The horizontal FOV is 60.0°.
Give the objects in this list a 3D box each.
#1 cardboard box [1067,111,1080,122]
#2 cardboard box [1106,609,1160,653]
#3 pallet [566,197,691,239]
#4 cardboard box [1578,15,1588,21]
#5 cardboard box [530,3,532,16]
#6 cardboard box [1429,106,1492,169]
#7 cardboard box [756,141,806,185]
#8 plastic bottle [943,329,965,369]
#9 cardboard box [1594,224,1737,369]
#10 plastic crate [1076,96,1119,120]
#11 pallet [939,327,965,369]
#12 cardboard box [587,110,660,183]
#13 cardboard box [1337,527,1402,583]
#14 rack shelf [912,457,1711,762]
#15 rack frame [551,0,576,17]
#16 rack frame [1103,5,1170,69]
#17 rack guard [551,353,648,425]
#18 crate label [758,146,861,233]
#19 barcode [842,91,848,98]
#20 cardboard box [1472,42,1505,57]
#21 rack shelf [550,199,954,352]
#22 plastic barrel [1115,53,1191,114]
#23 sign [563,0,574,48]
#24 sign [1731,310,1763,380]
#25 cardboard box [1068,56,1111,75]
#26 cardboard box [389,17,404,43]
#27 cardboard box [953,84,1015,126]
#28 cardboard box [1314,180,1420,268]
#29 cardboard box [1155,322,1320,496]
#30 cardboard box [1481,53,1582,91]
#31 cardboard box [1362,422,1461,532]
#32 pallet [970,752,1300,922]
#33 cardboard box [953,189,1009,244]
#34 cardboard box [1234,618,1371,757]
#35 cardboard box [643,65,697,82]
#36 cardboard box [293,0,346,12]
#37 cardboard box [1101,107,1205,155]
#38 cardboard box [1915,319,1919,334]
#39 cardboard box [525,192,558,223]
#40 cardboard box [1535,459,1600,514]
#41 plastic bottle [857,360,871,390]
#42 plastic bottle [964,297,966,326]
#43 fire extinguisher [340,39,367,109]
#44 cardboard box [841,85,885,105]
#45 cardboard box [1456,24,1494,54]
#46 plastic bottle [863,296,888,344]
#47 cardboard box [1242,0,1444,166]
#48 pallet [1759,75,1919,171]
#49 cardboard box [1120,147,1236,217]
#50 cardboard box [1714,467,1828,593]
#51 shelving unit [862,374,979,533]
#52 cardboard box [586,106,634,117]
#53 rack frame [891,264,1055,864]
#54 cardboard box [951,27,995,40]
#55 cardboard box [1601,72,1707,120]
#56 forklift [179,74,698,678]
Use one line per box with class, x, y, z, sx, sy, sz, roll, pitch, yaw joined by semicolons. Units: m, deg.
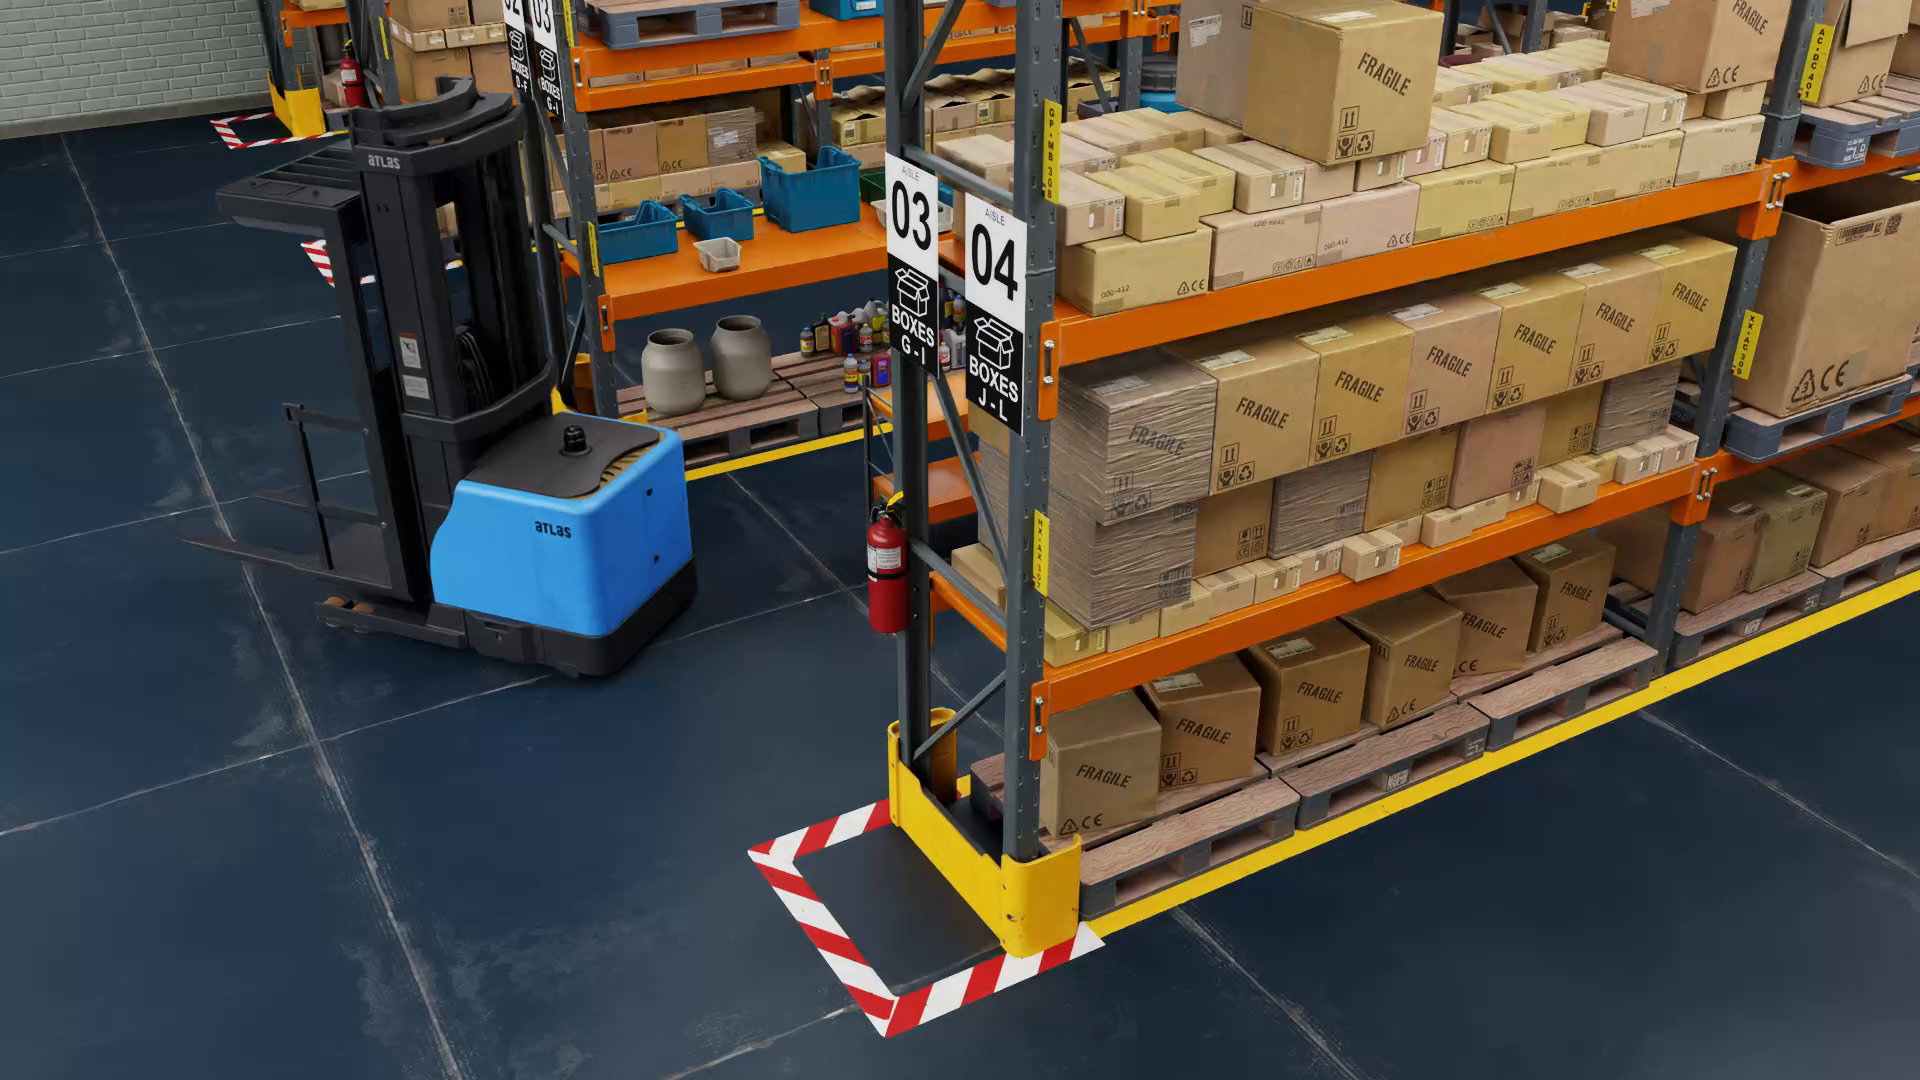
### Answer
cardboard box;1.132;-4.506;17.722;0.500;0.250;0.500;-16;33;-27
cardboard box;0.615;0.288;6.883;0.250;0.149;0.380;-16;33;-26
pallet;-3.304;-3.206;15.842;1.213;0.211;1.003;-16;33;-26
cardboard box;8.267;-6.828;22.012;0.250;0.149;0.380;-16;33;-26
cardboard box;-3.653;-4.914;14.604;0.500;0.500;0.700;-16;33;-26
cardboard box;1.927;-1.646;6.766;0.250;0.149;0.380;-17;33;-28
cardboard box;-1.833;-3.681;16.226;0.500;0.250;0.500;-16;33;-26
plastic bottle;-0.033;-1.399;12.044;0.135;0.276;0.152;-15;32;-25
cardboard box;3.223;-1.164;7.809;0.500;0.500;0.500;-16;33;-26
plastic crate;1.225;-3.115;12.723;0.583;0.464;0.402;-16;33;-26
pallet;0.362;-1.473;12.700;1.213;0.211;1.003;-16;33;-26
cardboard box;-3.123;-3.639;15.374;0.500;0.500;0.500;-16;33;-26
cardboard box;1.732;0.015;7.379;0.250;0.149;0.380;-16;33;-26
rack shelf;1.747;0.027;7.841;4.000;0.370;1.077;-16;33;-26
rack frame;-2.486;-4.488;9.069;0.127;3.000;1.000;-16;33;-26
rack frame;1.905;-5.884;17.808;0.127;3.000;1.000;-16;33;-26
rack guard;-2.445;-0.805;11.192;0.348;0.500;1.175;-16;33;-26
crate label;-1.036;-2.440;11.531;0.616;0.435;0.502;-16;33;-26
barcode;-1.113;-4.313;16.098;0.075;0.075;0.001;-16;33;-26
cardboard box;6.566;-6.044;20.574;0.250;0.166;0.380;-16;33;-26
rack shelf;-0.762;-2.036;11.580;4.000;0.370;1.077;-16;33;-26
plastic barrel;1.449;-3.029;12.114;0.708;0.901;0.600;-16;33;-26
sign;-2.211;-2.948;9.375;0.005;0.325;0.100;-16;33;-26
sign;3.753;-0.932;7.939;0.005;0.325;0.100;-16;33;-26
cardboard box;1.305;-5.104;18.225;0.500;0.311;0.500;-15;32;-25
cardboard box;-4.760;-4.427;14.392;0.250;0.149;0.380;-16;33;-27
cardboard box;0.264;-4.505;17.139;0.500;0.311;0.500;-15;32;-25
cardboard box;1.440;-1.305;6.560;0.500;0.250;0.500;-16;33;-27
cardboard box;1.070;-0.551;6.697;0.500;0.500;0.500;-16;33;-26
cardboard box;2.595;-2.097;7.584;0.250;0.149;0.380;-16;33;-26
cardboard box;1.771;-0.490;7.622;0.500;0.500;0.875;-16;33;-26
pallet;0.807;1.220;7.821;1.213;0.211;1.003;-16;33;-26
cardboard box;0.310;-1.270;6.497;0.500;0.250;0.500;-15;32;-25
cardboard box;1.617;0.660;8.101;0.500;0.500;0.500;-13;31;-22
cardboard box;-2.809;-4.585;15.349;0.500;0.500;0.700;-15;32;-26
cardboard box;-6.924;-5.919;18.005;0.500;0.250;0.500;-17;33;-28
cardboard box;0.773;-1.617;6.714;0.250;0.149;0.380;-16;33;-26
cardboard box;4.920;-1.469;9.266;0.637;0.503;0.797;-12;31;-21
cardboard box;-3.988;-3.068;15.117;0.500;0.250;0.500;-16;33;-26
cardboard box;2.810;-0.291;7.933;0.250;0.149;0.380;-16;33;-26
plastic bottle;-0.676;-1.168;11.703;0.097;0.201;0.097;0;29;0
plastic bottle;0.129;-1.789;12.673;0.185;0.351;0.144;-16;33;-26
fire extinguisher;-5.330;-4.057;14.576;0.183;0.674;0.296;-16;33;-26
cardboard box;-0.894;-4.479;17.093;0.500;0.311;0.500;-15;32;-25
cardboard box;6.348;-6.320;20.925;0.500;0.311;0.500;-16;33;-26
plastic bottle;-0.633;-1.653;12.427;0.185;0.351;0.144;-14;32;-24
cardboard box;1.440;-1.755;6.293;0.500;0.500;0.500;-16;33;-27
pallet;4.058;-2.115;8.068;1.003;0.211;1.213;-16;33;-26
cardboard box;0.805;-1.328;6.190;0.250;0.149;0.380;-16;33;-27
cardboard box;4.433;-0.126;9.505;0.500;0.500;0.700;-16;33;-27
shelving unit;0.006;-0.494;9.981;1.048;1.125;0.538;-16;33;-26
cardboard box;-3.394;-3.862;15.779;0.500;0.500;0.500;-16;33;-26
rack frame;0.023;0.202;6.780;0.127;3.000;1.000;-16;33;-26
cardboard box;0.013;-5.382;16.794;0.500;0.500;0.500;-16;33;-26
cardboard box;3.061;-1.972;7.357;0.250;0.149;0.380;-15;32;-26
forklift;-3.079;-0.985;9.001;3.031;2.935;1.130;11;31;18
